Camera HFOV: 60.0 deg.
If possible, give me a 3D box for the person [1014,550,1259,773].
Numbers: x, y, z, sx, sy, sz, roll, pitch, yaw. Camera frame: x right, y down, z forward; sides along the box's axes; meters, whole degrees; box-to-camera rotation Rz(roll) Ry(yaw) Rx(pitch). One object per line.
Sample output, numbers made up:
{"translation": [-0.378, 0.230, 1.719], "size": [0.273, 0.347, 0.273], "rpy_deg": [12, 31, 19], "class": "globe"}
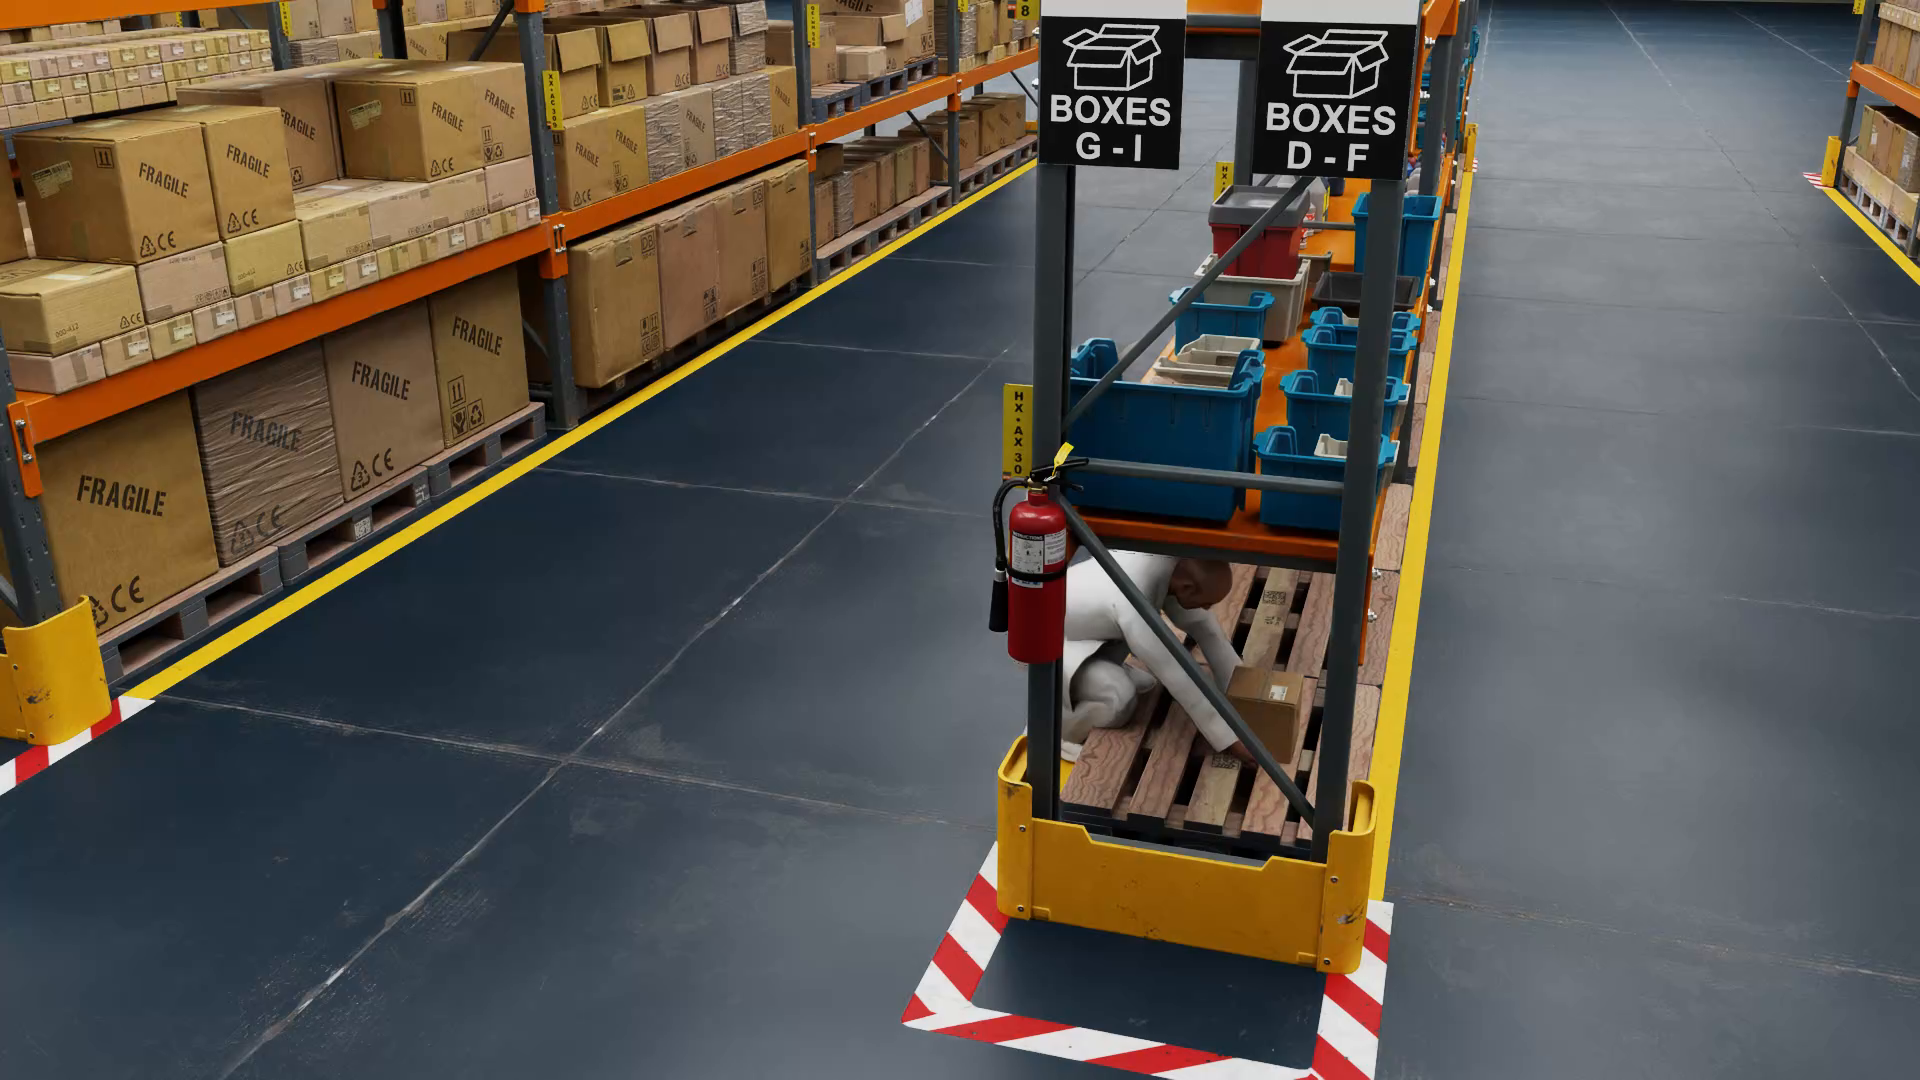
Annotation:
{"translation": [0.708, 0.427, 6.242], "size": [1.131, 0.889, 0.591], "rpy_deg": [14, 26, 31], "class": "person"}
